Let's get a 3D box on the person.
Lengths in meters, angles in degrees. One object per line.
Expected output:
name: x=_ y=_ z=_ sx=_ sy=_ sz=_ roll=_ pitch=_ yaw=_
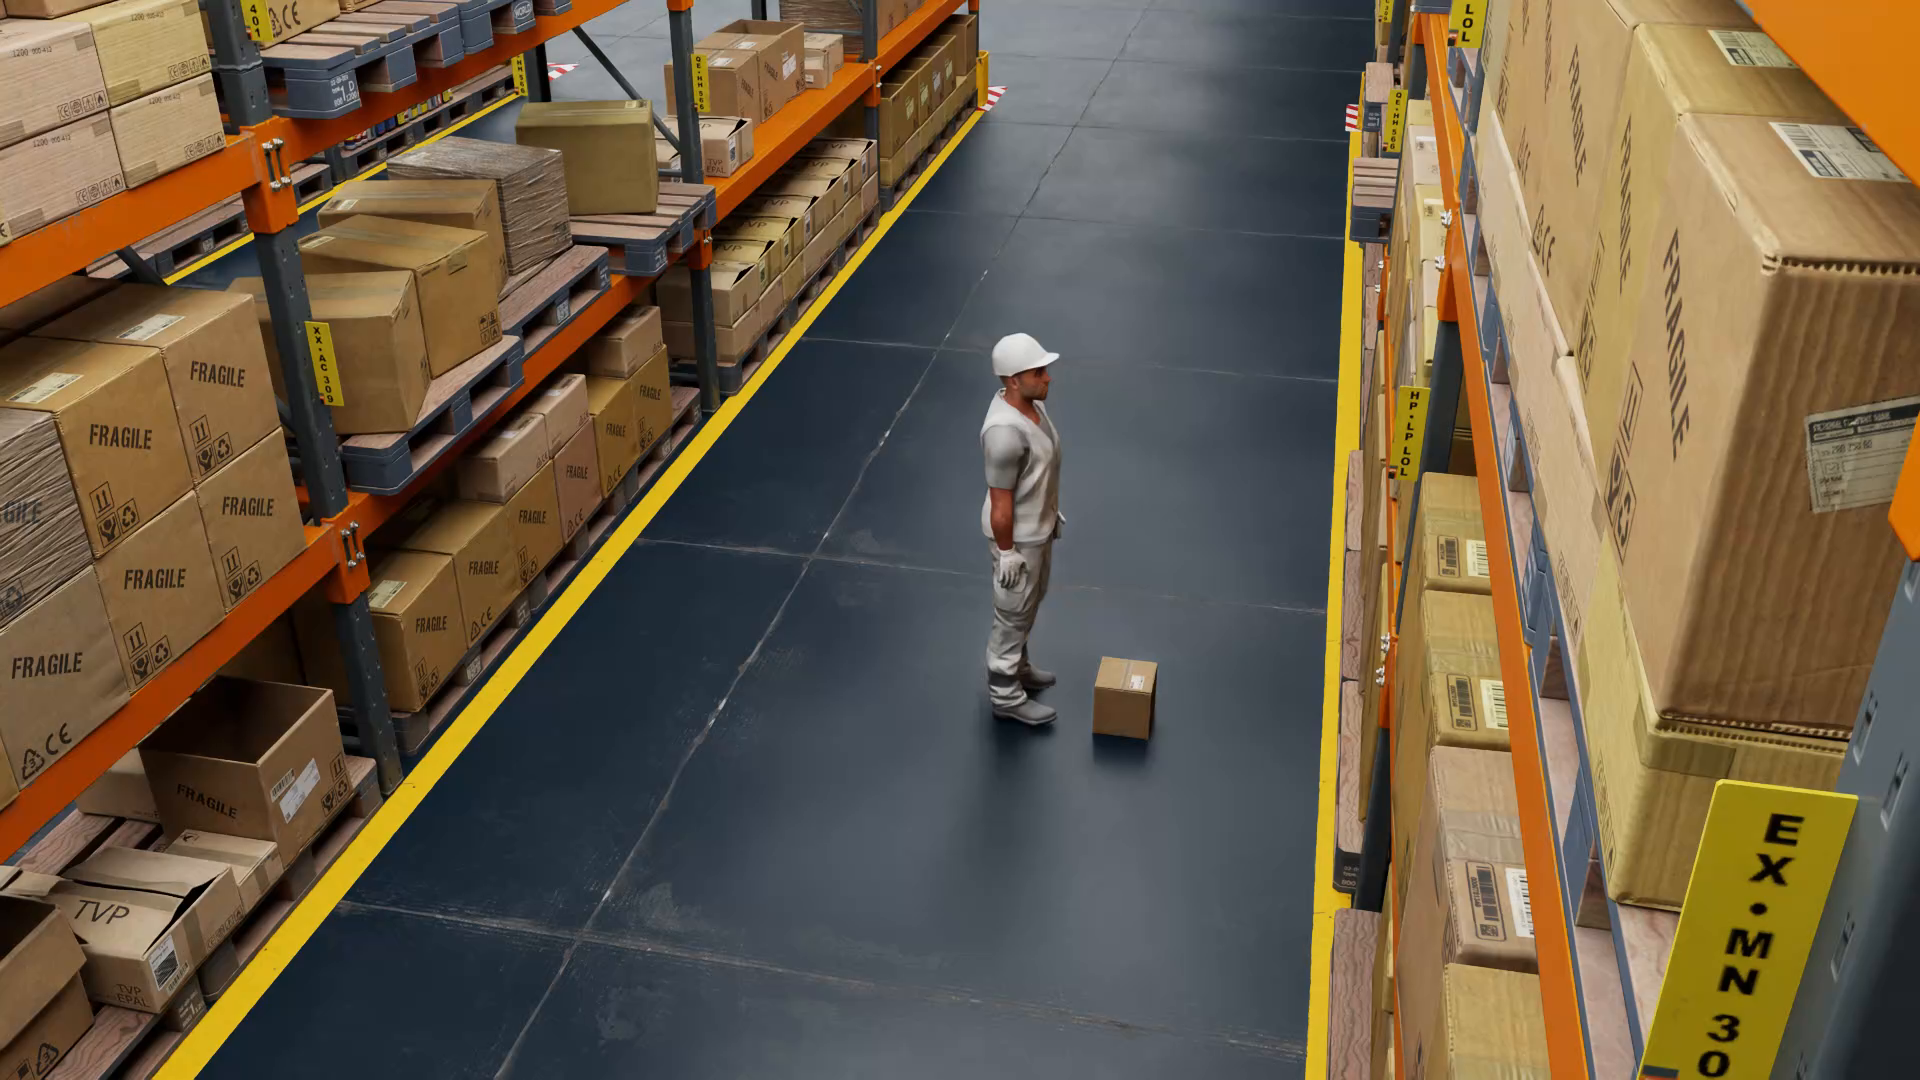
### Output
person: x=0.281 y=-0.031 z=7.131 sx=0.361 sy=1.818 sz=0.556 roll=6 pitch=29 yaw=12
